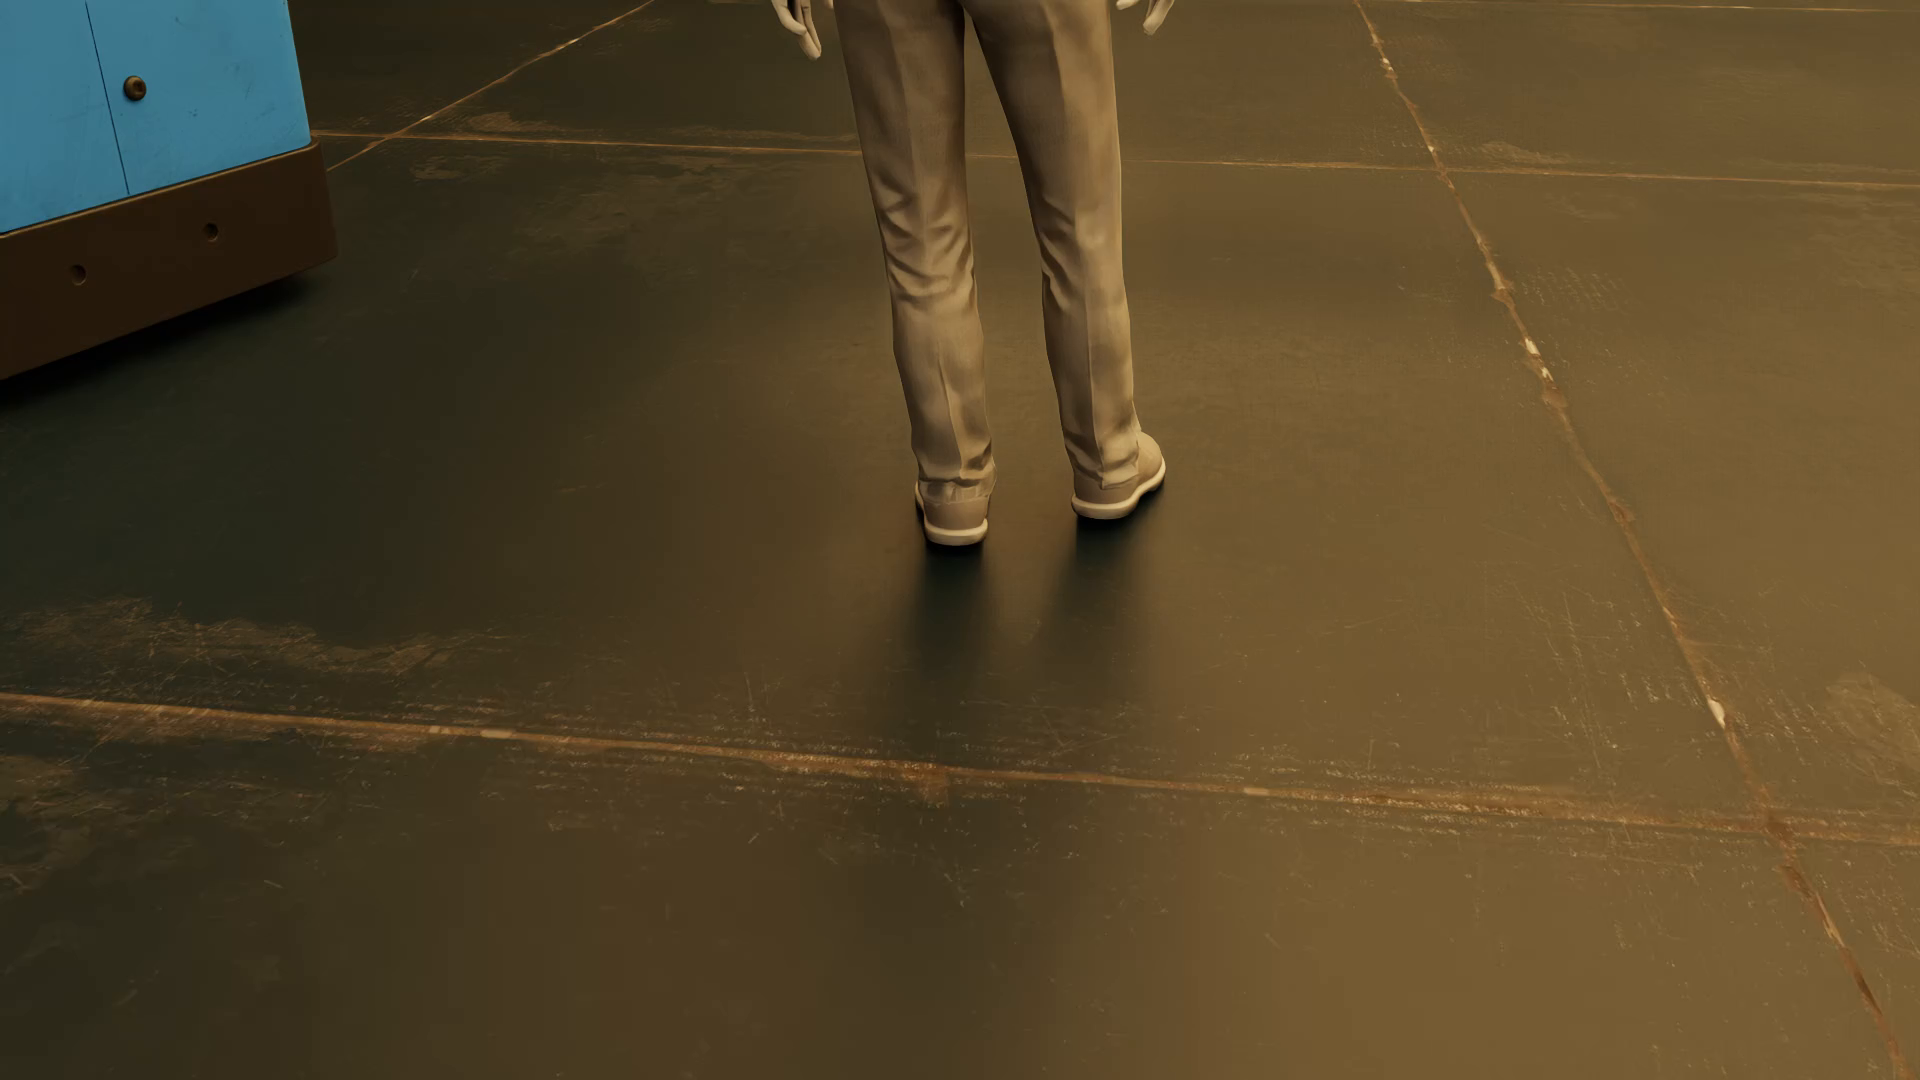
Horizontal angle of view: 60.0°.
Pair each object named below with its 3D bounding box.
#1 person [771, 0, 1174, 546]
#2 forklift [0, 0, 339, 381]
[{"bbox_3d":[0.016,-0.795,2.178,0.586,1.694,0.532,3,27,7],"label":"person"},{"bbox_3d":[-2.889,-1.952,3.129,3.031,2.935,1.130,12,29,23],"label":"forklift"}]
